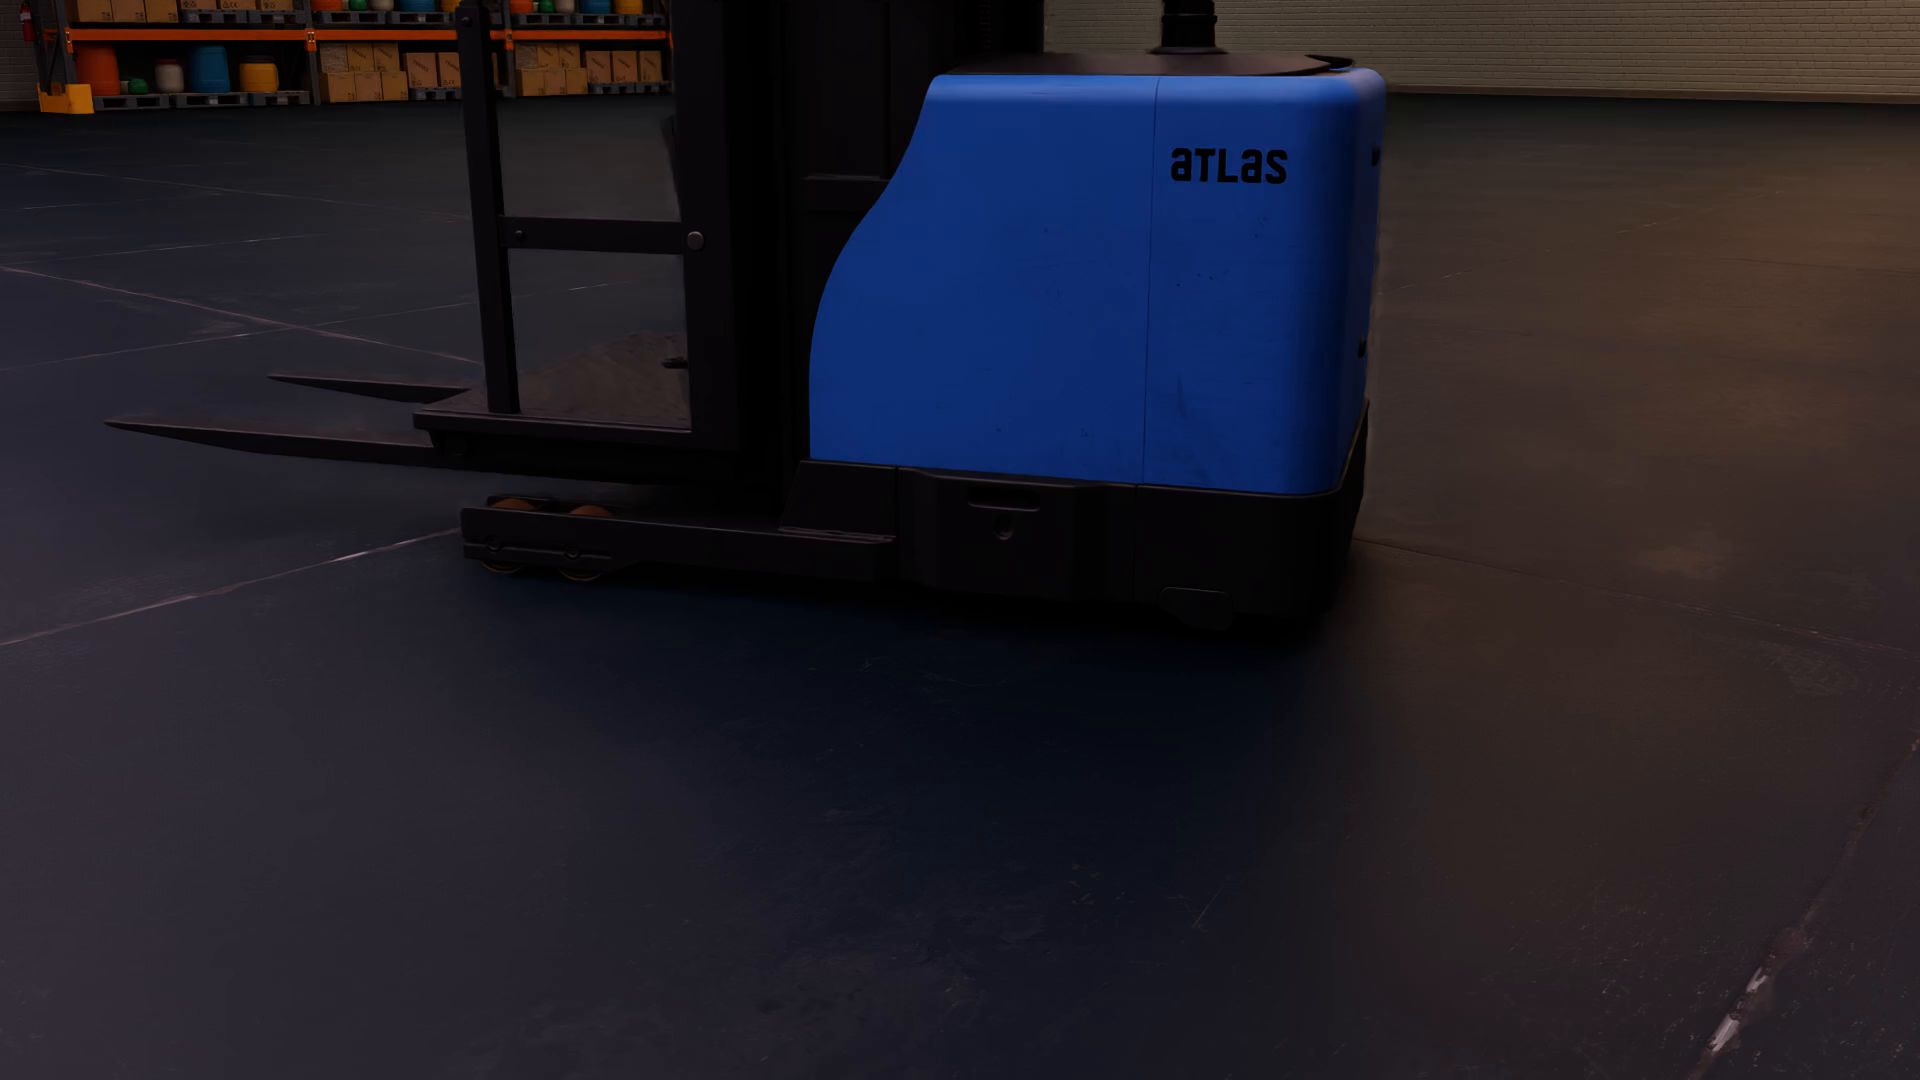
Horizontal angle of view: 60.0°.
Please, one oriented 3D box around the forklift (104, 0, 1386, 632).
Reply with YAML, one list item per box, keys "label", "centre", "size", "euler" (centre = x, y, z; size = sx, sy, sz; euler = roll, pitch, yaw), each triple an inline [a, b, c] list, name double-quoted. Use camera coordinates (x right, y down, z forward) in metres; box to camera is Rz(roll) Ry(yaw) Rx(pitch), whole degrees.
- label: "forklift"
  centre: [-0.594, -1.450, 3.673]
  size: [3.031, 2.935, 1.130]
  euler: [5, 18, 16]
